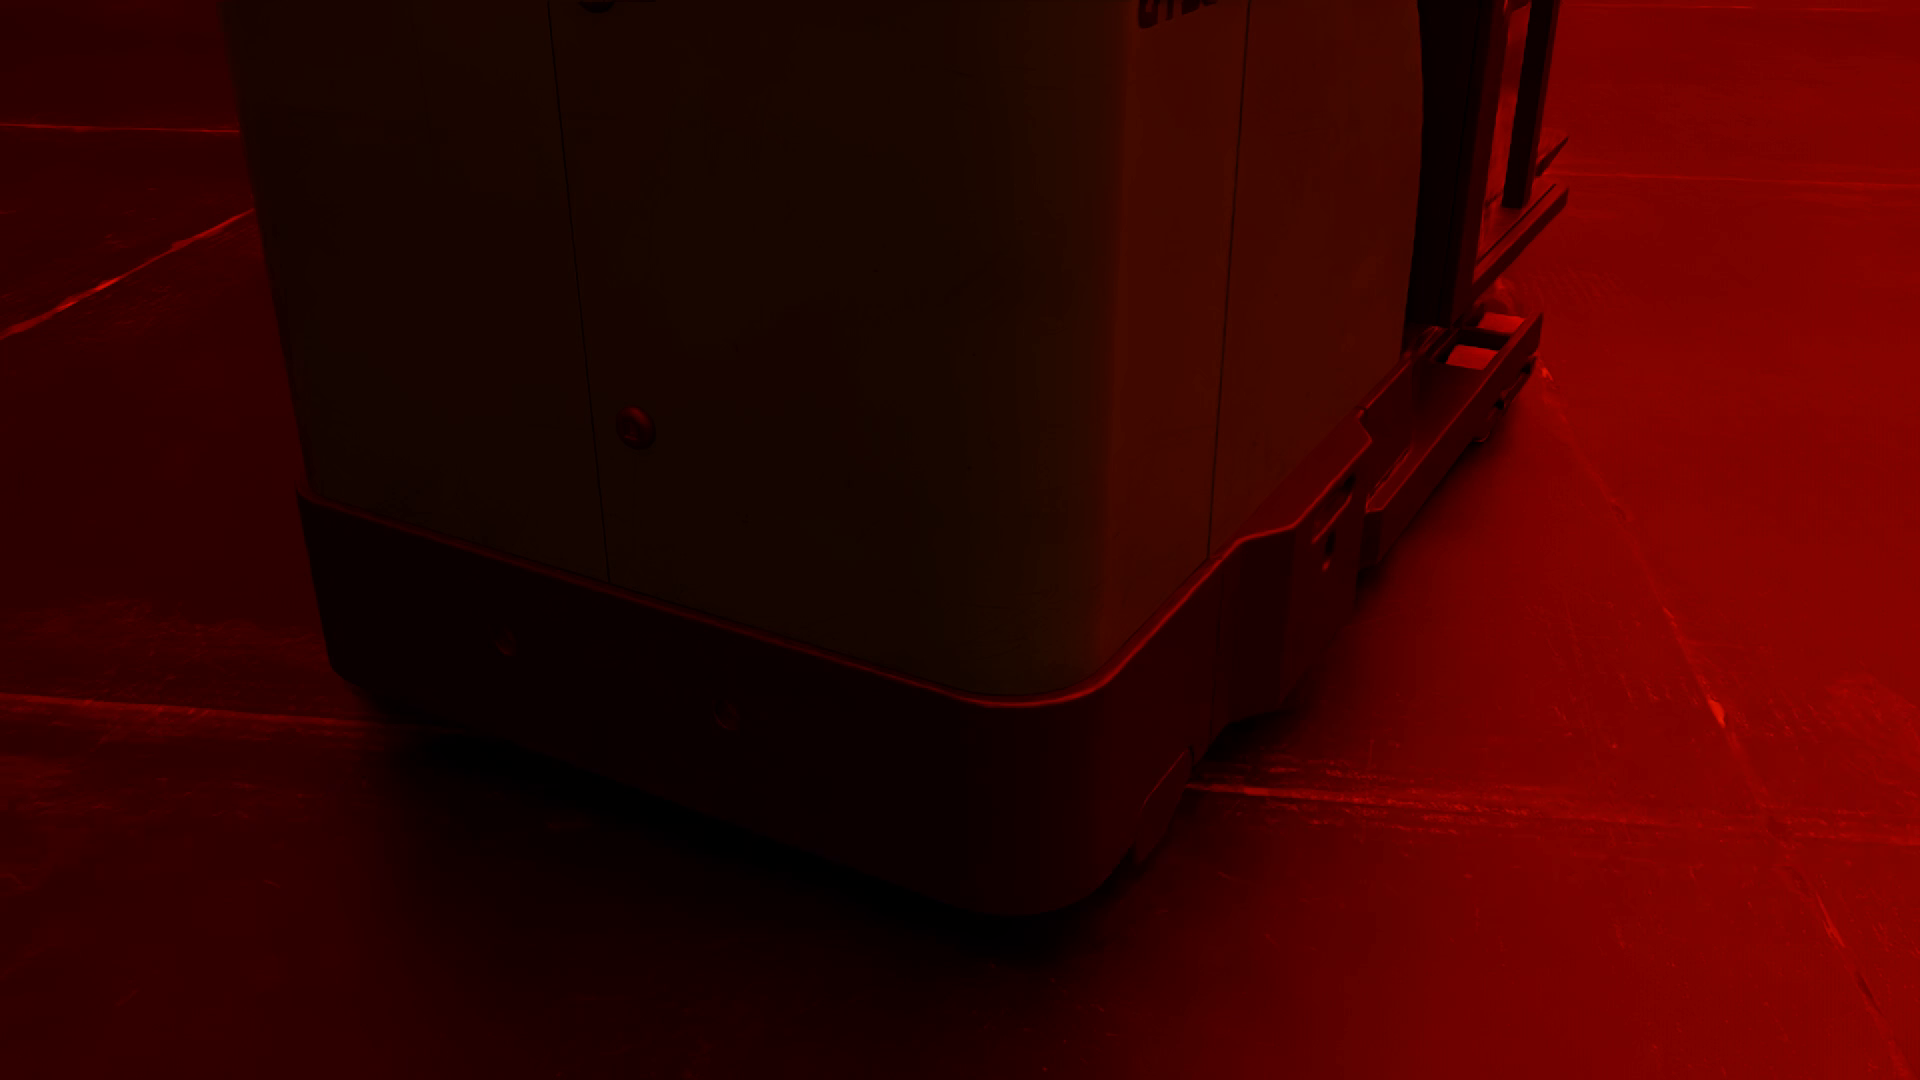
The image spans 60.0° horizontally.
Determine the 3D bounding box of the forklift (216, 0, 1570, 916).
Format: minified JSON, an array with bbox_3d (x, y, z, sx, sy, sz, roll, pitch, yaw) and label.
[{"bbox_3d":[0.389,-1.568,2.360,1.130,2.935,3.031,14,30,26],"label":"forklift"}]
